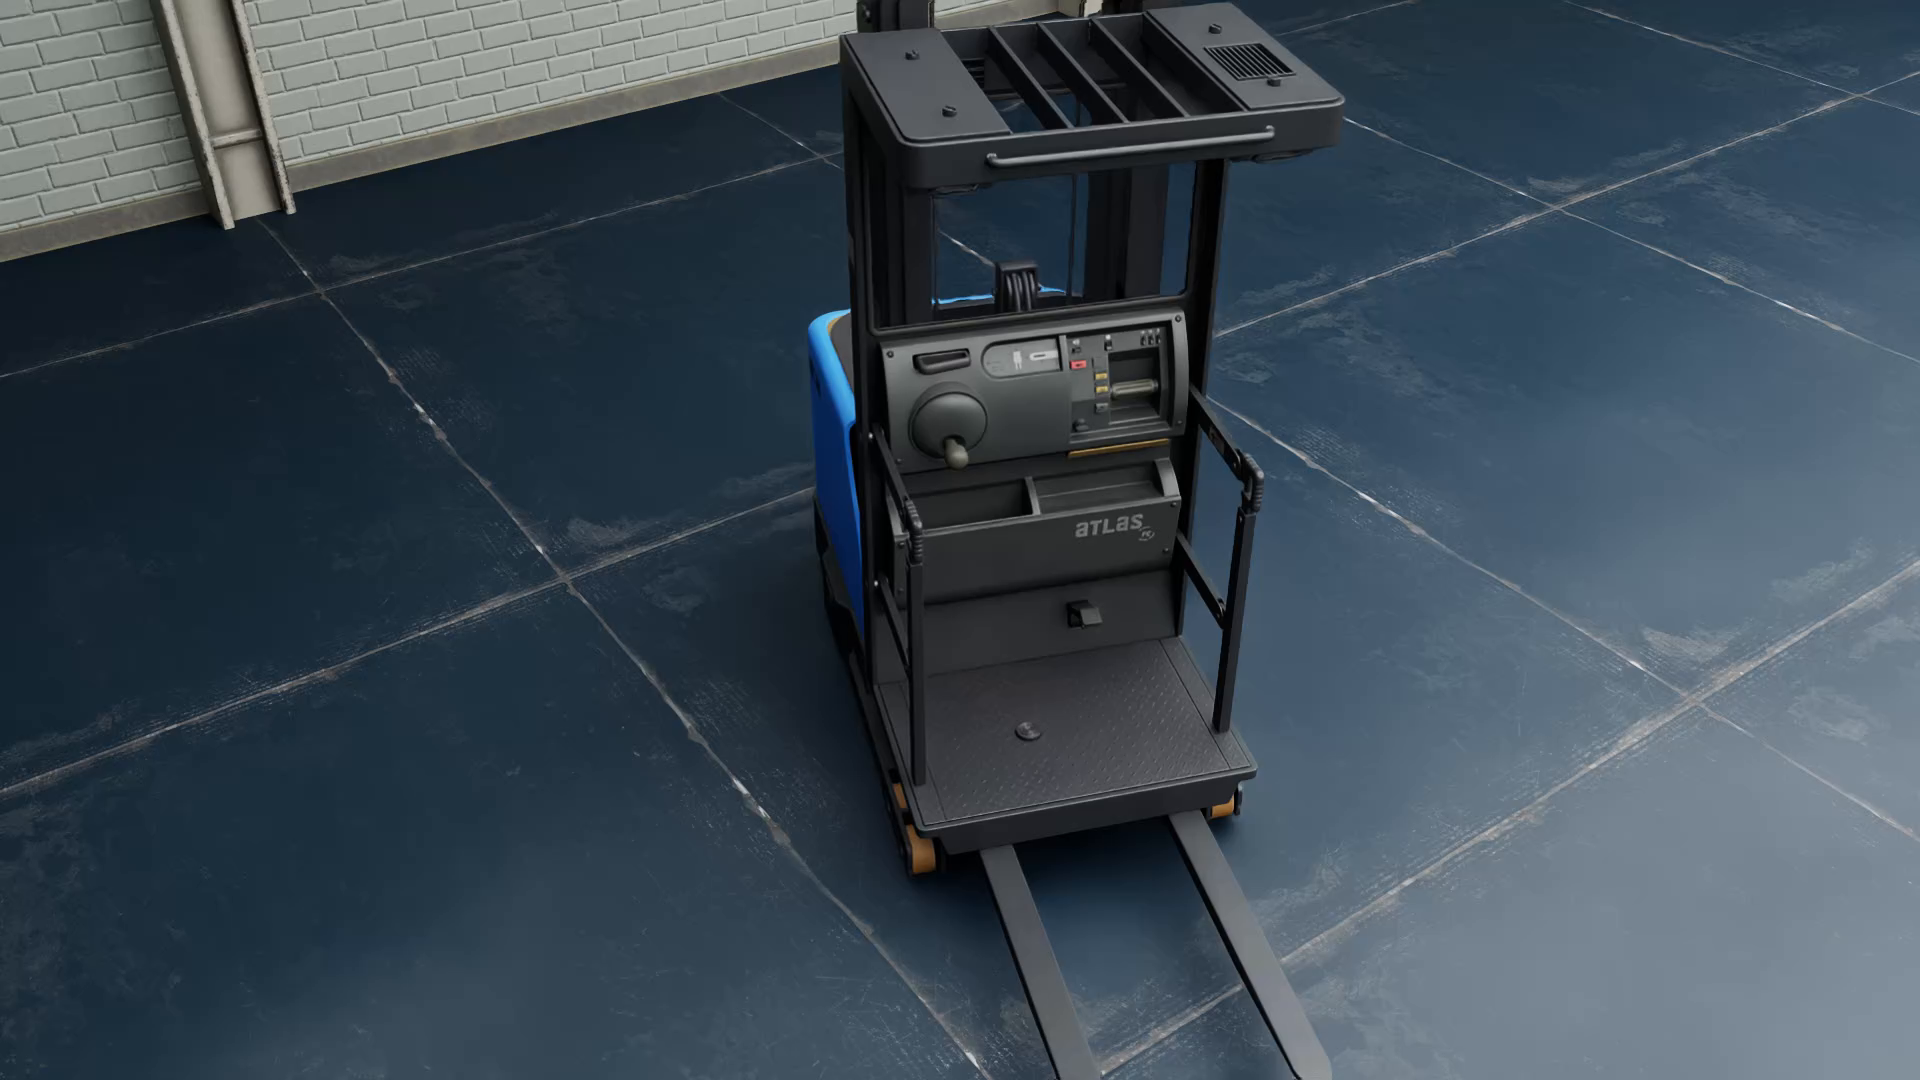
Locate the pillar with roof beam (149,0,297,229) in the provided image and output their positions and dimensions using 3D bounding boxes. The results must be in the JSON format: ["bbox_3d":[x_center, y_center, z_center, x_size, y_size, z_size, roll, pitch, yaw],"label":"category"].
[{"bbox_3d":[-1.479,-3.439,3.825,0.400,9.000,9.100,-22,41,-28],"label":"pillar with roof beam"}]

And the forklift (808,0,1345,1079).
[{"bbox_3d":[0.286,-0.381,4.770,1.130,2.935,3.031,-8,37,-11],"label":"forklift"}]

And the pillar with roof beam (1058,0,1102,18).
[{"bbox_3d":[3.425,-5.458,6.631,0.400,9.000,9.100,-22,41,-28],"label":"pillar with roof beam"}]
